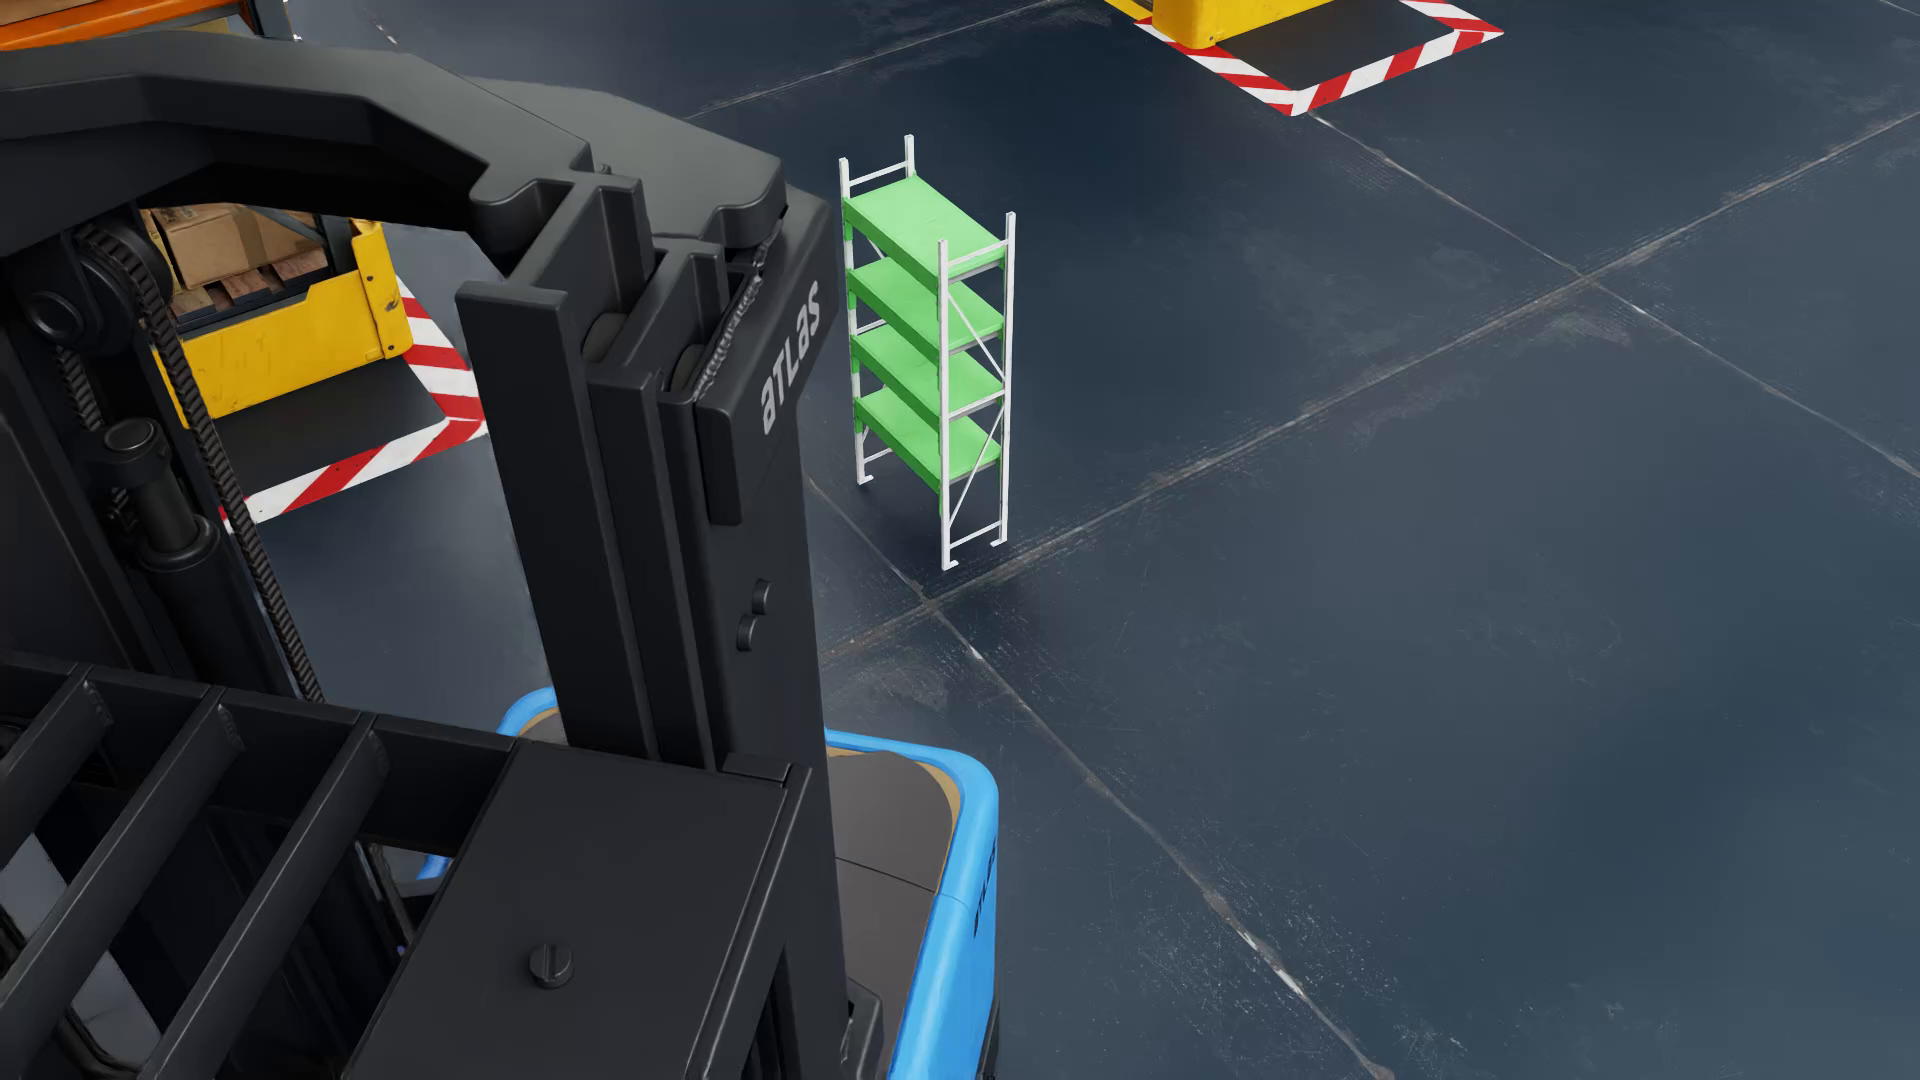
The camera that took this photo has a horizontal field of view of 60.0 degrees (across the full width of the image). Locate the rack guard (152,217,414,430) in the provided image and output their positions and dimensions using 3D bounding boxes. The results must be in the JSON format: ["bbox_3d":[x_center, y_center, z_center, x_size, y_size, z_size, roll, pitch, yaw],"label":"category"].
[{"bbox_3d":[-2.521,-0.740,5.663,1.175,0.500,0.348,-26,49,-24],"label":"rack guard"}]

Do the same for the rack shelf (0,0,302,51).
[{"bbox_3d":[-3.679,-2.530,6.249,1.077,0.370,4.000,-26,49,-24],"label":"rack shelf"}]

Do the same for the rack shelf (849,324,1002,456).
[{"bbox_3d":[-0.095,-0.482,4.978,0.258,0.148,0.480,-26,49,-24],"label":"rack shelf"}]

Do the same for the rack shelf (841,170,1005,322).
[{"bbox_3d":[-0.095,-0.829,4.647,0.258,0.148,0.480,-26,49,-24],"label":"rack shelf"}]

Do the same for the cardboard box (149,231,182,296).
[{"bbox_3d":[-3.084,-1.002,5.814,0.500,0.250,0.500,-26,49,-24],"label":"cardboard box"}]

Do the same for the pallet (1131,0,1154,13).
[{"bbox_3d":[0.988,-3.090,8.334,1.003,0.211,1.213,-26,49,-24],"label":"pallet"}]

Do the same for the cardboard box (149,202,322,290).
[{"bbox_3d":[-2.659,-1.207,6.029,0.500,0.250,0.500,-26,49,-24],"label":"cardboard box"}]

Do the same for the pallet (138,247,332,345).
[{"bbox_3d":[-3.007,-1.066,6.213,1.003,0.211,1.213,-26,49,-24],"label":"pallet"}]

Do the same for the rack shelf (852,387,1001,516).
[{"bbox_3d":[-0.095,-0.308,5.144,0.258,0.148,0.480,-26,49,-24],"label":"rack shelf"}]

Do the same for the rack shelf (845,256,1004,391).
[{"bbox_3d":[-0.095,-0.655,4.812,0.258,0.148,0.480,-26,49,-24],"label":"rack shelf"}]

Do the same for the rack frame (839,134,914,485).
[{"bbox_3d":[-0.234,-0.666,5.079,0.240,1.200,0.015,-26,49,-24],"label":"rack frame"}]

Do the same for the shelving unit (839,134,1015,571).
[{"bbox_3d":[-0.095,-0.528,4.934,0.258,1.200,0.503,-26,49,-24],"label":"shelving unit"}]

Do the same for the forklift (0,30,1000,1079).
[{"bbox_3d":[-0.720,1.067,2.010,1.130,2.935,3.031,8,44,9],"label":"forklift"}]

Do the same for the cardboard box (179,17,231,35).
[{"bbox_3d":[-2.947,-1.760,6.066,0.500,0.500,0.500,-26,49,-24],"label":"cardboard box"}]

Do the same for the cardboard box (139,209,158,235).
[{"bbox_3d":[-3.086,-1.272,5.555,0.500,0.500,0.500,-26,49,-24],"label":"cardboard box"}]

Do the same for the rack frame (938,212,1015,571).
[{"bbox_3d":[0.045,-0.390,4.789,0.240,1.200,0.015,-26,49,-24],"label":"rack frame"}]

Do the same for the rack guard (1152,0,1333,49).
[{"bbox_3d":[1.448,-2.732,7.750,1.175,0.500,0.348,-26,49,-24],"label":"rack guard"}]

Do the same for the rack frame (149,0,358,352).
[{"bbox_3d":[-2.535,-1.658,4.814,1.000,3.000,0.127,-26,49,-24],"label":"rack frame"}]
